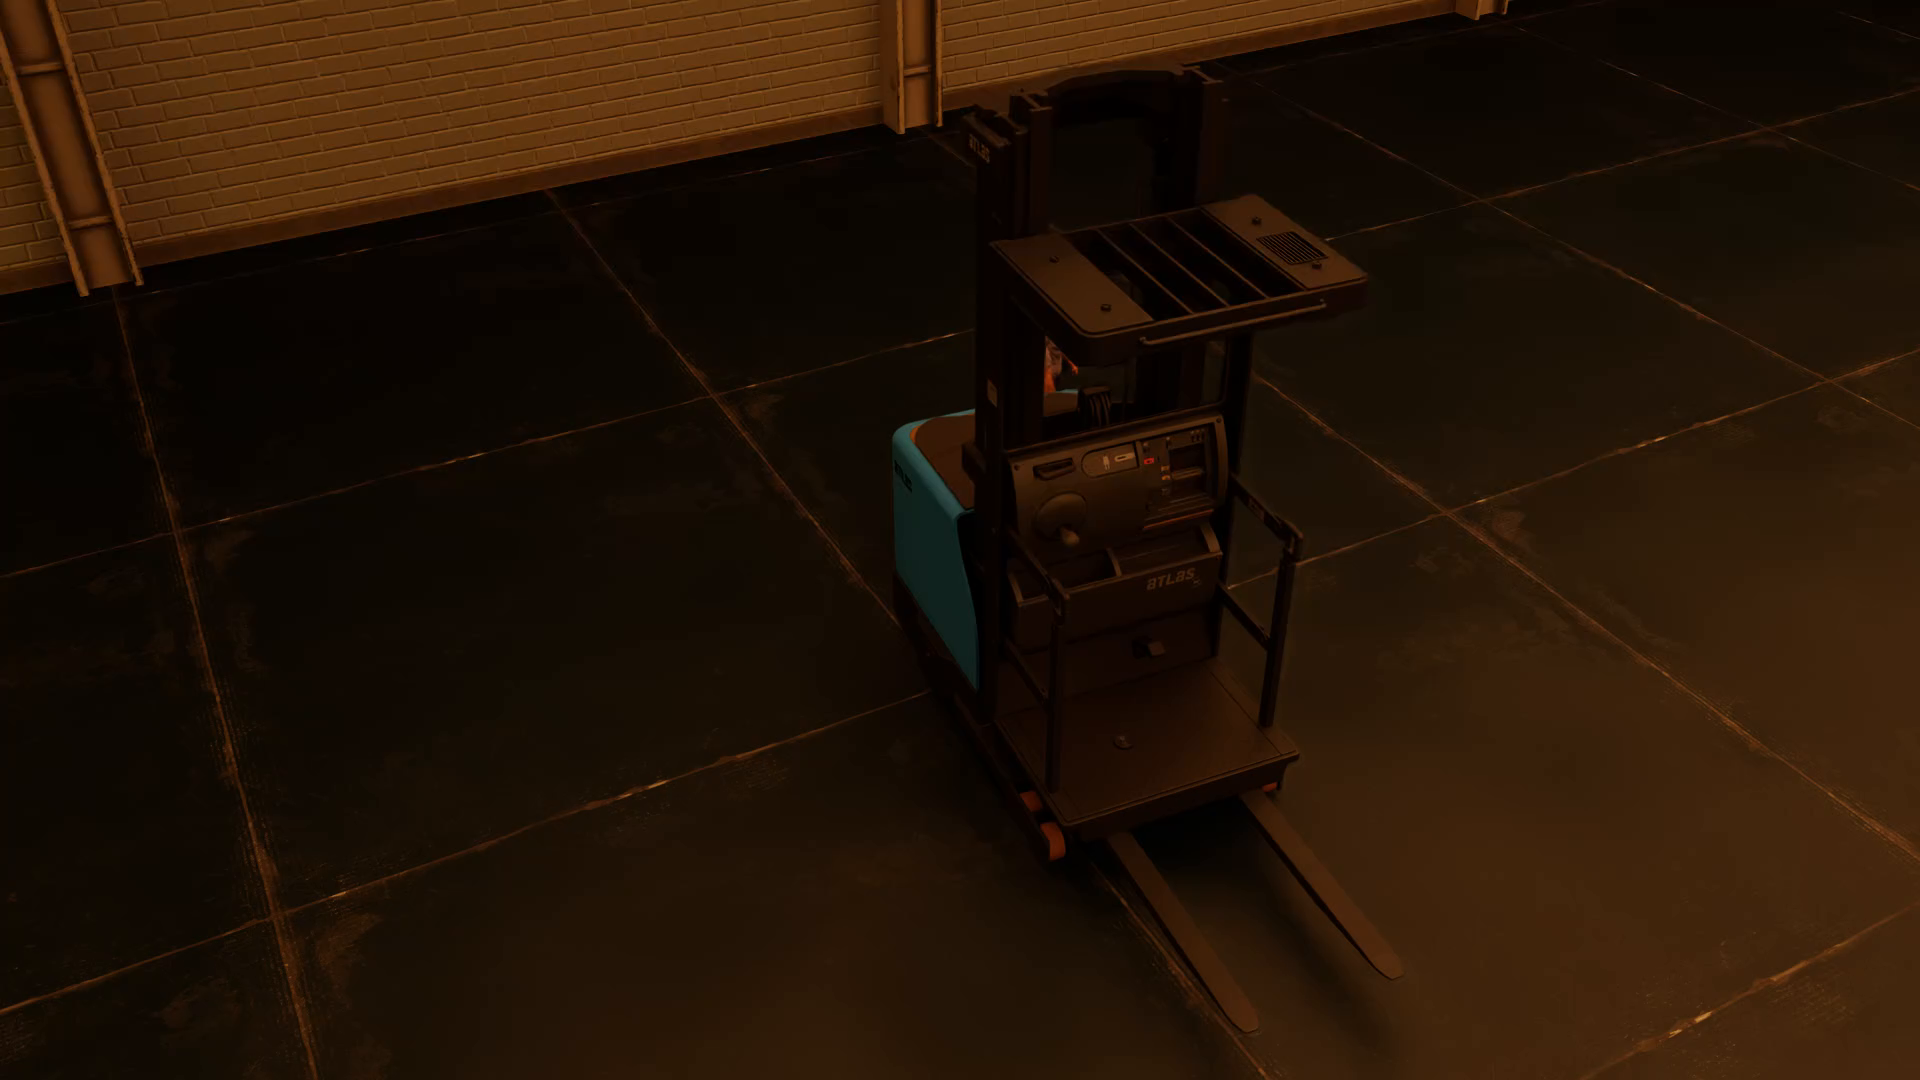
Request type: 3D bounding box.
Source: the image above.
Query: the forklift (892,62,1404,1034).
[{"bbox_3d":[0.717,-0.165,6.356,1.130,2.935,3.031,-14,38,-19],"label":"forklift"}]

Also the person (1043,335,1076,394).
[{"bbox_3d":[0.381,-0.726,8.340,0.822,1.585,0.626,-21,40,-27],"label":"person"}]
